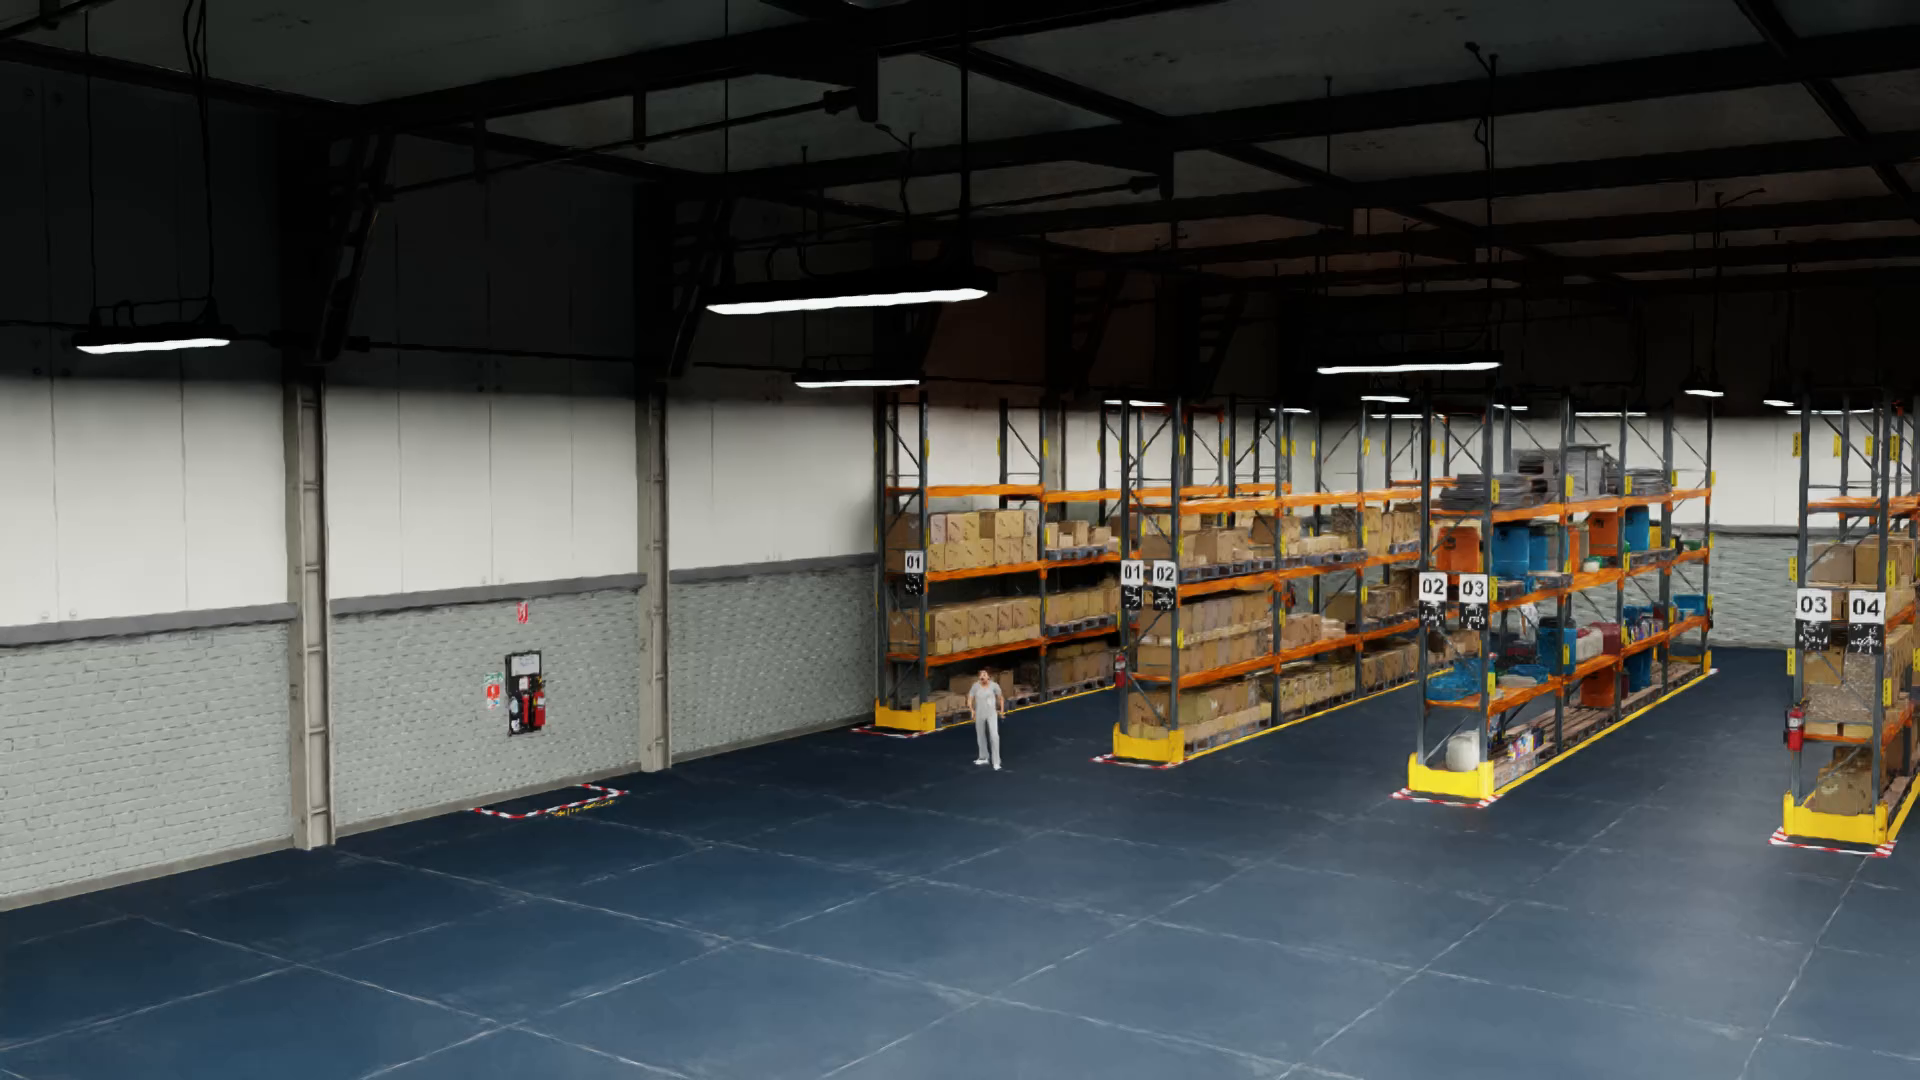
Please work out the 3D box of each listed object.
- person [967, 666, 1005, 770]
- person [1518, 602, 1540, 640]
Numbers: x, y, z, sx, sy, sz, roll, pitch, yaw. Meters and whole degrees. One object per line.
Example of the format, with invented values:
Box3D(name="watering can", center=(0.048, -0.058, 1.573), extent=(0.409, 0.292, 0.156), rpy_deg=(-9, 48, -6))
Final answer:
Box3D(name="person", center=(0.434, 2.748, 25.957), extent=(0.604, 1.606, 0.802), rpy_deg=(1, 3, 15))
Box3D(name="person", center=(13.243, 2.020, 38.815), extent=(0.613, 1.661, 0.512), rpy_deg=(-3, 4, -44))
